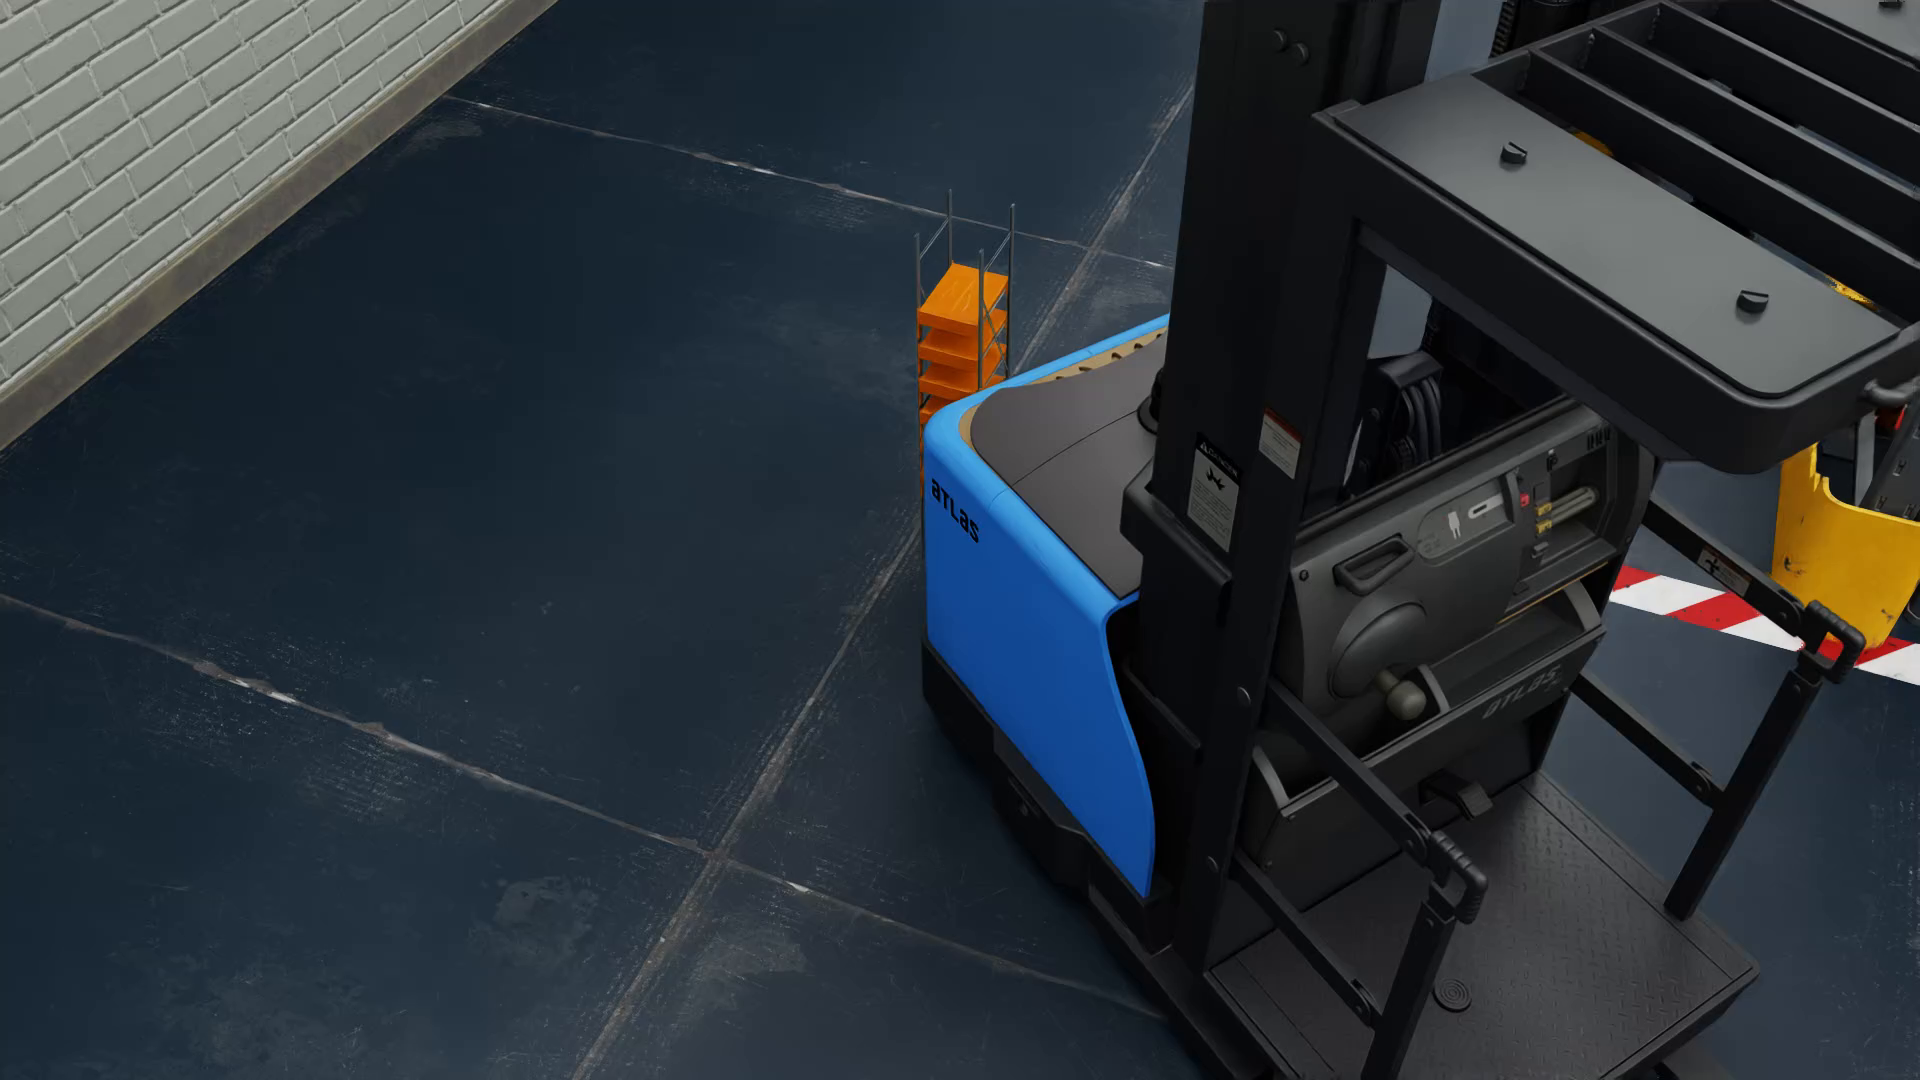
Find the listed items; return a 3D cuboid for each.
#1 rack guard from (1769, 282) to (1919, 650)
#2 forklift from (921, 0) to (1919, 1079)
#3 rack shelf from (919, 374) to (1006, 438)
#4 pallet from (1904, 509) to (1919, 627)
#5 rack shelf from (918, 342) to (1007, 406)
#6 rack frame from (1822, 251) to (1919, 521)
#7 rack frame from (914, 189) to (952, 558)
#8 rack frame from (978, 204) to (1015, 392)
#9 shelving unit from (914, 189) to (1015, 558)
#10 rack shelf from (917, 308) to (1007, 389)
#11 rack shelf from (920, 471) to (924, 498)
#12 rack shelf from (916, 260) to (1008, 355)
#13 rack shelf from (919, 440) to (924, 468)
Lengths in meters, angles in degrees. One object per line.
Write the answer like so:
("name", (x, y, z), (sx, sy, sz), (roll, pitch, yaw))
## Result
("rack guard", (2.795, -0.265, 5.162), (0.348, 0.500, 1.175), (16, 47, 16))
("forklift", (1.111, 0.110, 3.062), (1.130, 2.935, 3.031), (-24, 50, -22))
("rack shelf", (0.013, -0.390, 4.854), (0.180, 0.103, 0.258), (16, 47, 16))
("pallet", (3.586, 0.010, 5.091), (1.213, 0.211, 1.003), (16, 47, 16))
("rack shelf", (0.013, -0.475, 4.770), (0.180, 0.103, 0.258), (16, 47, 16))
("rack frame", (2.818, -1.145, 4.274), (0.127, 3.000, 1.000), (16, 47, 16))
("rack frame", (-0.071, -0.446, 4.848), (0.006, 1.200, 0.240), (16, 47, 16))
("rack frame", (0.098, -0.397, 4.798), (0.006, 1.200, 0.240), (16, 47, 16))
("shelving unit", (0.013, -0.421, 4.823), (0.189, 1.200, 0.258), (16, 47, 16))
("rack shelf", (0.013, -0.560, 4.685), (0.180, 0.103, 0.258), (16, 47, 16))
("rack shelf", (0.013, -0.220, 5.023), (0.180, 0.103, 0.258), (16, 47, 16))
("rack shelf", (0.013, -0.645, 4.600), (0.180, 0.103, 0.258), (16, 47, 16))
("rack shelf", (0.013, -0.305, 4.939), (0.180, 0.103, 0.258), (16, 47, 16))
